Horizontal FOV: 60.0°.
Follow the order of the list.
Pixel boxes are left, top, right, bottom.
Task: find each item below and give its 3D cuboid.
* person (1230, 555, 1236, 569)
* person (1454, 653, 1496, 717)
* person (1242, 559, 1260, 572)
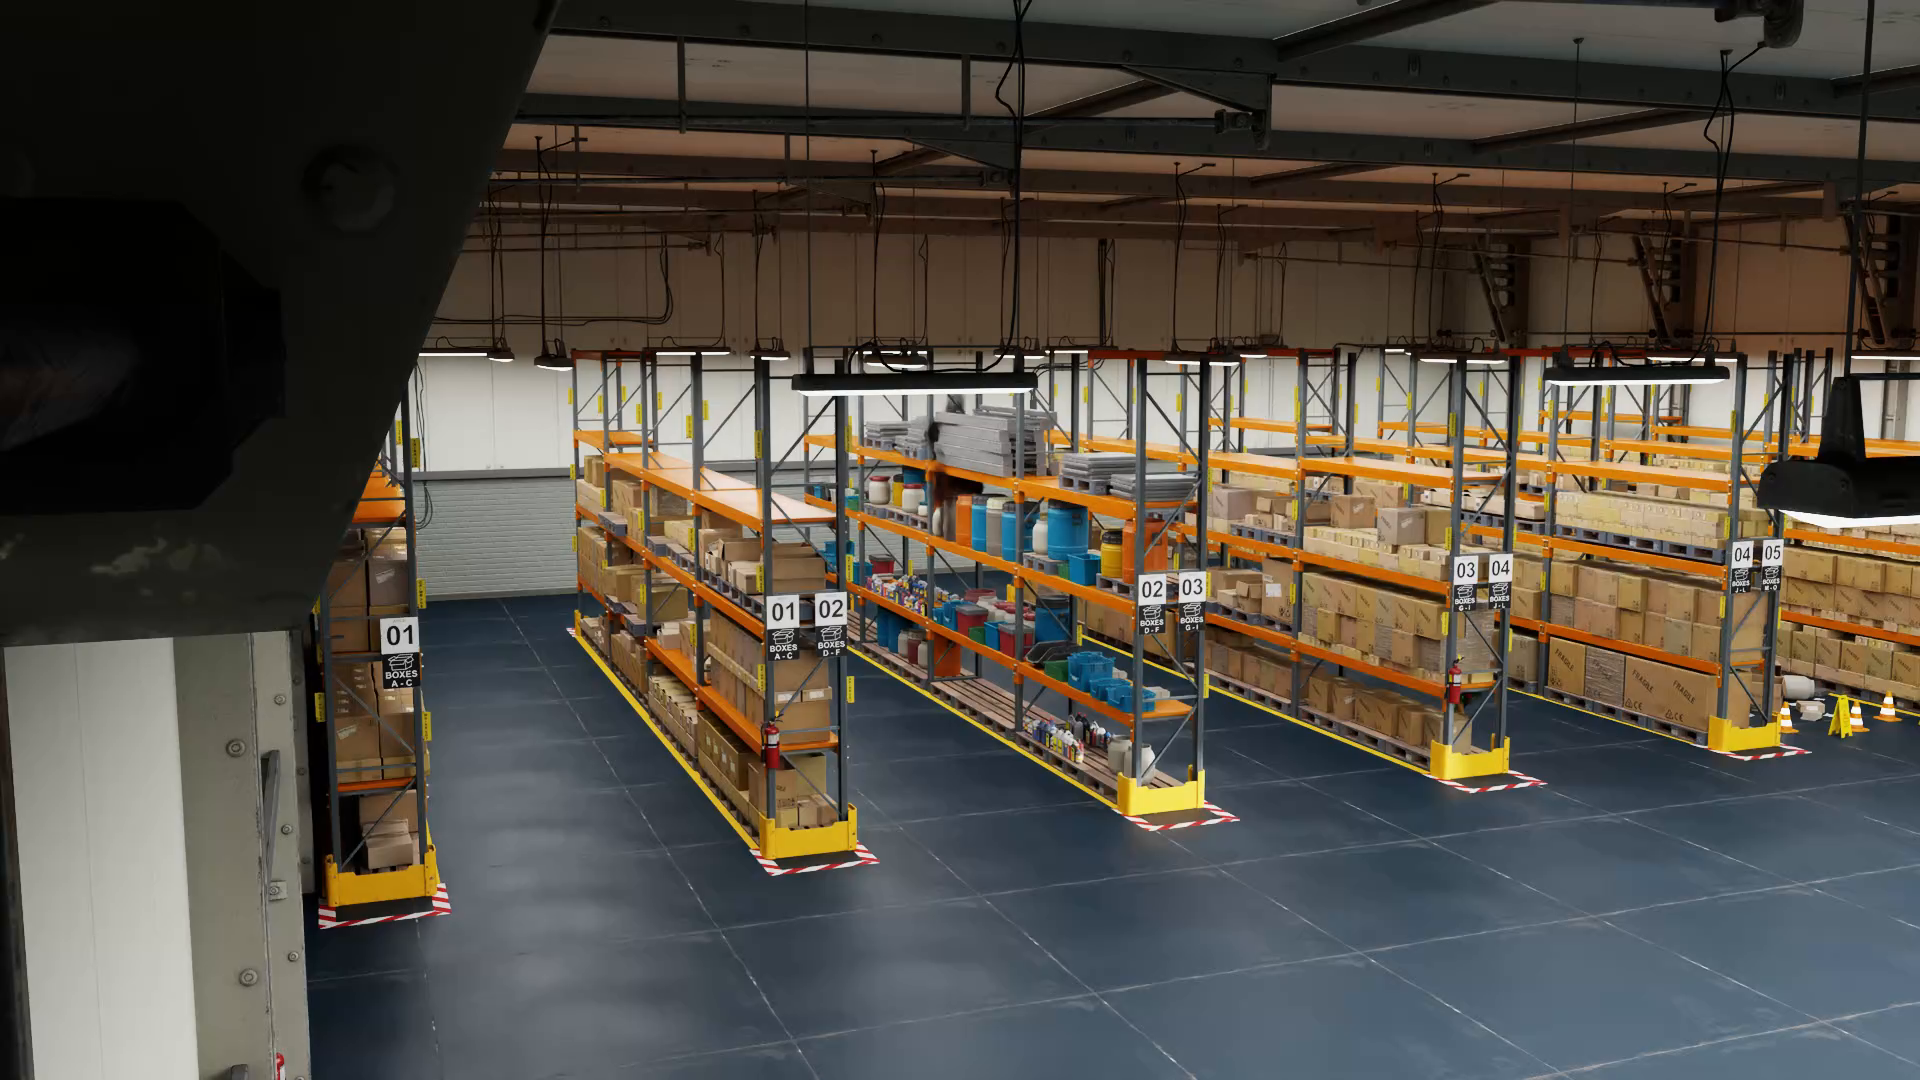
[{"bbox_3d":[6.737,0.252,42.235,0.723,1.702,0.649,-5,8,-32],"label":"person"},{"bbox_3d":[8.402,2.089,27.157,0.620,1.700,0.720,-6,9,-39],"label":"person"},{"bbox_3d":[7.191,0.337,41.282,0.827,1.778,0.714,5,8,33],"label":"person"}]
